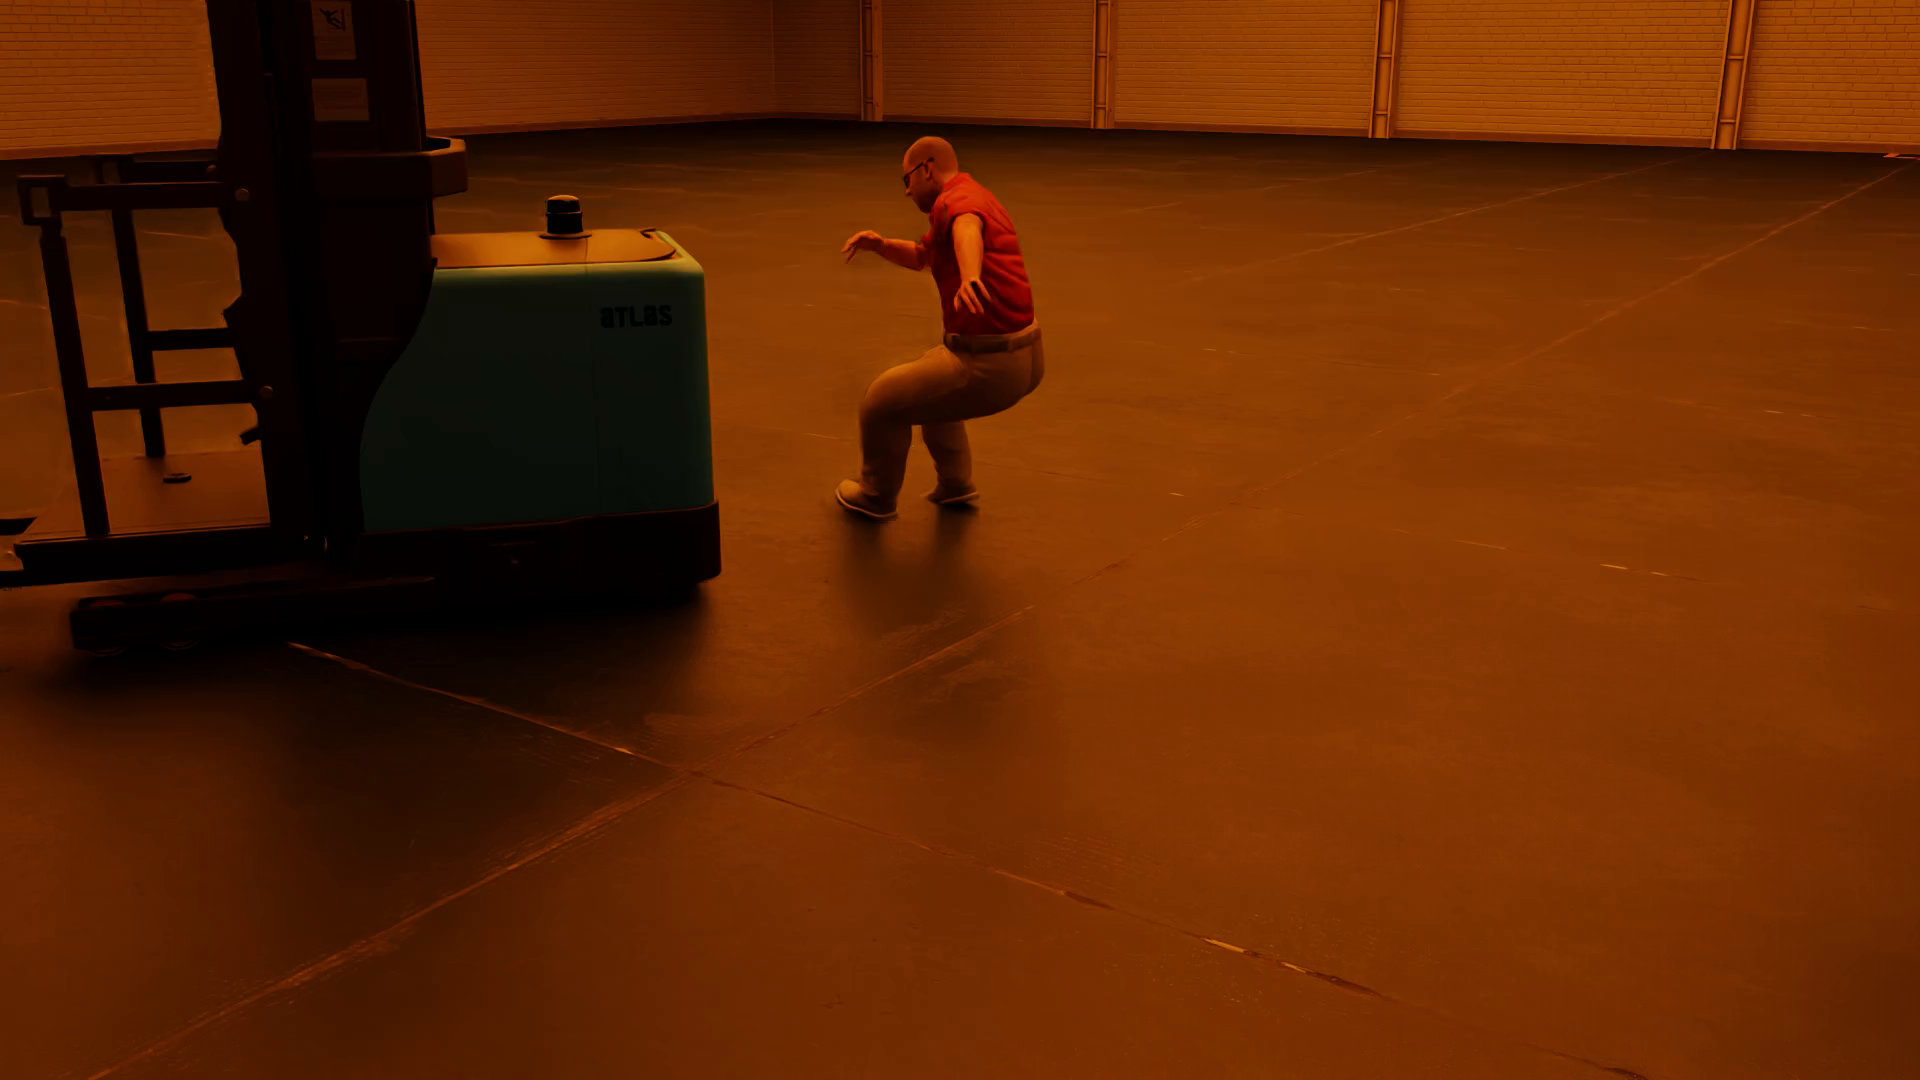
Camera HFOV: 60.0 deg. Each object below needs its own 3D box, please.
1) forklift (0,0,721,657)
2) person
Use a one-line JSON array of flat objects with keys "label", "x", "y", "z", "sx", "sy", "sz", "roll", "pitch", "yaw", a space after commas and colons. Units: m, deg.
[{"label": "forklift", "x": -2.343, "y": -1.233, "z": 4.957, "sx": 3.031, "sy": 2.935, "sz": 1.130, "roll": -5, "pitch": 17, "yaw": -15}, {"label": "person", "x": -0.140, "y": -0.648, "z": 5.771, "sx": 0.938, "sy": 1.447, "sz": 1.215, "roll": 6, "pitch": 18, "yaw": 20}]
